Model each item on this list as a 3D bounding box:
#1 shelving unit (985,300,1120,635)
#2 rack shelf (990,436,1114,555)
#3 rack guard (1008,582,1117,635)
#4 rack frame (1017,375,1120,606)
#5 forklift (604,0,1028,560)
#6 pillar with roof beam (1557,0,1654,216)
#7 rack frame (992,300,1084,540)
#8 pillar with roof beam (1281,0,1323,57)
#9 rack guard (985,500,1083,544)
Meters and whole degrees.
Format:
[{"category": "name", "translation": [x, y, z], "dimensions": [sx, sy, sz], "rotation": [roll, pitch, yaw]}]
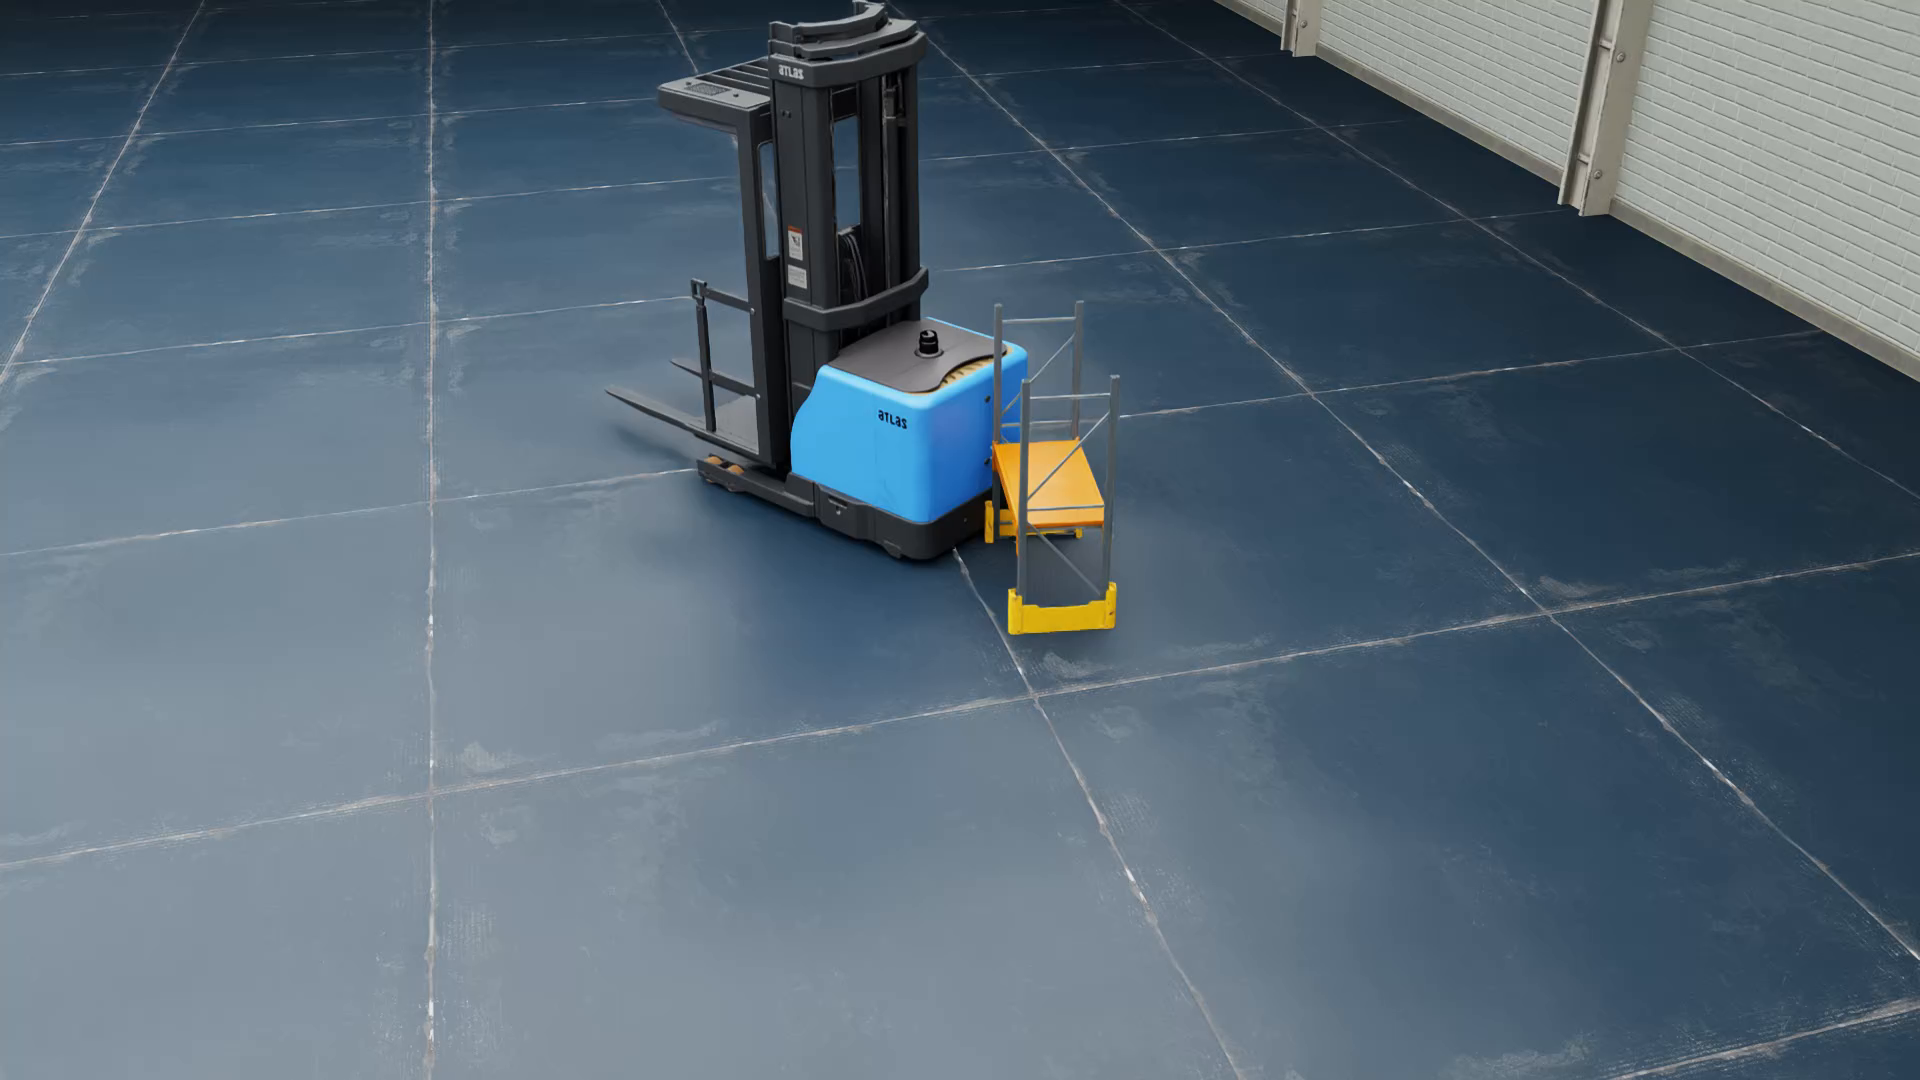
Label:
[{"category": "shelving unit", "translation": [0.500, -0.414, 9.199], "dimensions": [0.587, 1.500, 1.083], "rotation": [-3, 30, -6]}, {"category": "rack shelf", "translation": [0.499, -0.263, 9.297], "dimensions": [0.538, 0.185, 1.000], "rotation": [-3, 30, -6]}, {"category": "rack guard", "translation": [0.558, 0.375, 9.084], "dimensions": [0.587, 0.250, 0.087], "rotation": [-3, 30, -6]}, {"category": "rack frame", "translation": [0.558, -0.165, 8.770], "dimensions": [0.500, 1.500, 0.032], "rotation": [-3, 30, -6]}, {"category": "forklift", "translation": [-1.044, -1.753, 10.084], "dimensions": [3.031, 2.935, 1.130], "rotation": [22, 37, 33]}, {"category": "pillar with roof beam", "translation": [1.568, -6.365, 11.995], "dimensions": [9.100, 9.000, 0.400], "rotation": [-8, 31, -13]}, {"category": "rack frame", "translation": [0.441, -0.671, 9.644], "dimensions": [0.500, 1.500, 0.032], "rotation": [-3, 30, -6]}, {"category": "pillar with roof beam", "translation": [-0.024, -9.263, 17.001], "dimensions": [9.100, 9.000, 0.400], "rotation": [-8, 31, -13]}, {"category": "rack guard", "translation": [0.443, -0.121, 9.940], "dimensions": [0.587, 0.250, 0.087], "rotation": [-3, 30, -6]}]
